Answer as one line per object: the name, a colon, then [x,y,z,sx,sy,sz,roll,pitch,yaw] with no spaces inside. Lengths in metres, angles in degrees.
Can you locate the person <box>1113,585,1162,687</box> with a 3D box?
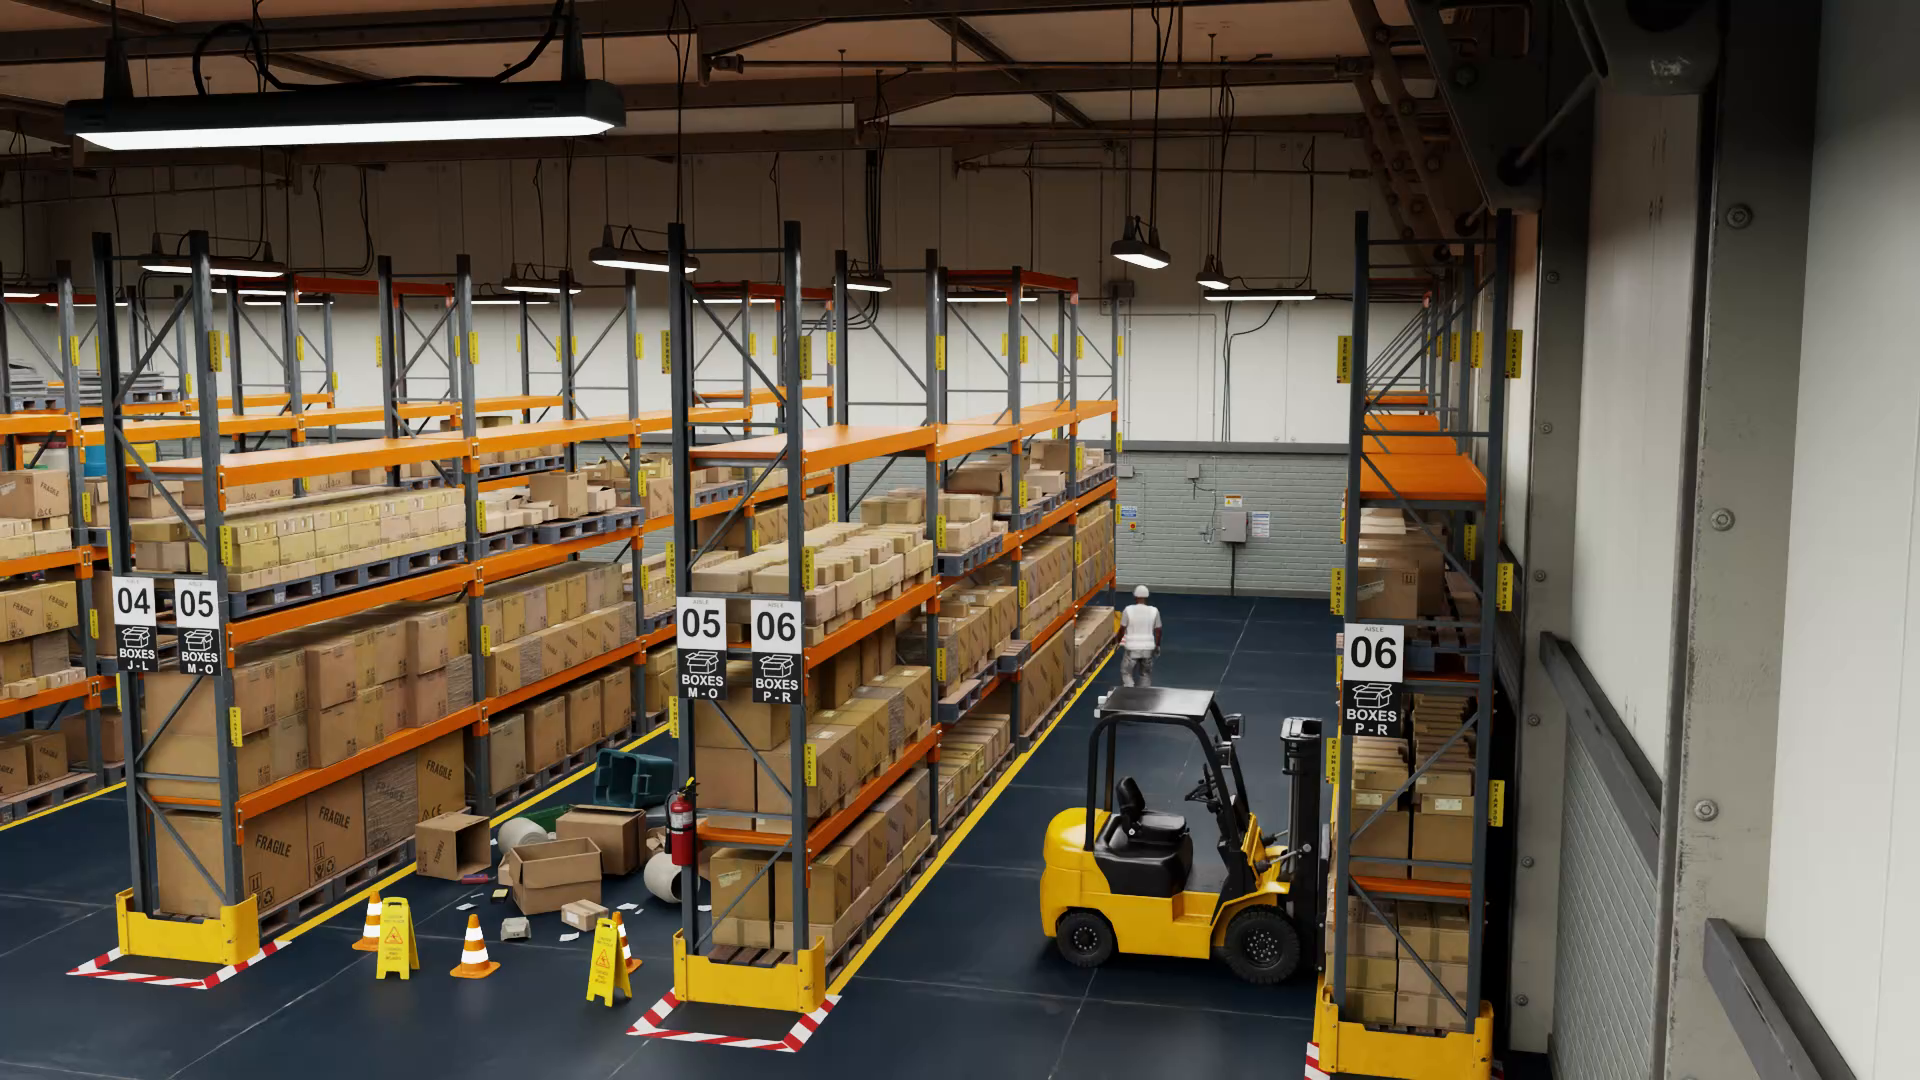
person: [2.471,1.520,22.858,0.638,1.761,0.656,-1,7,-9]
